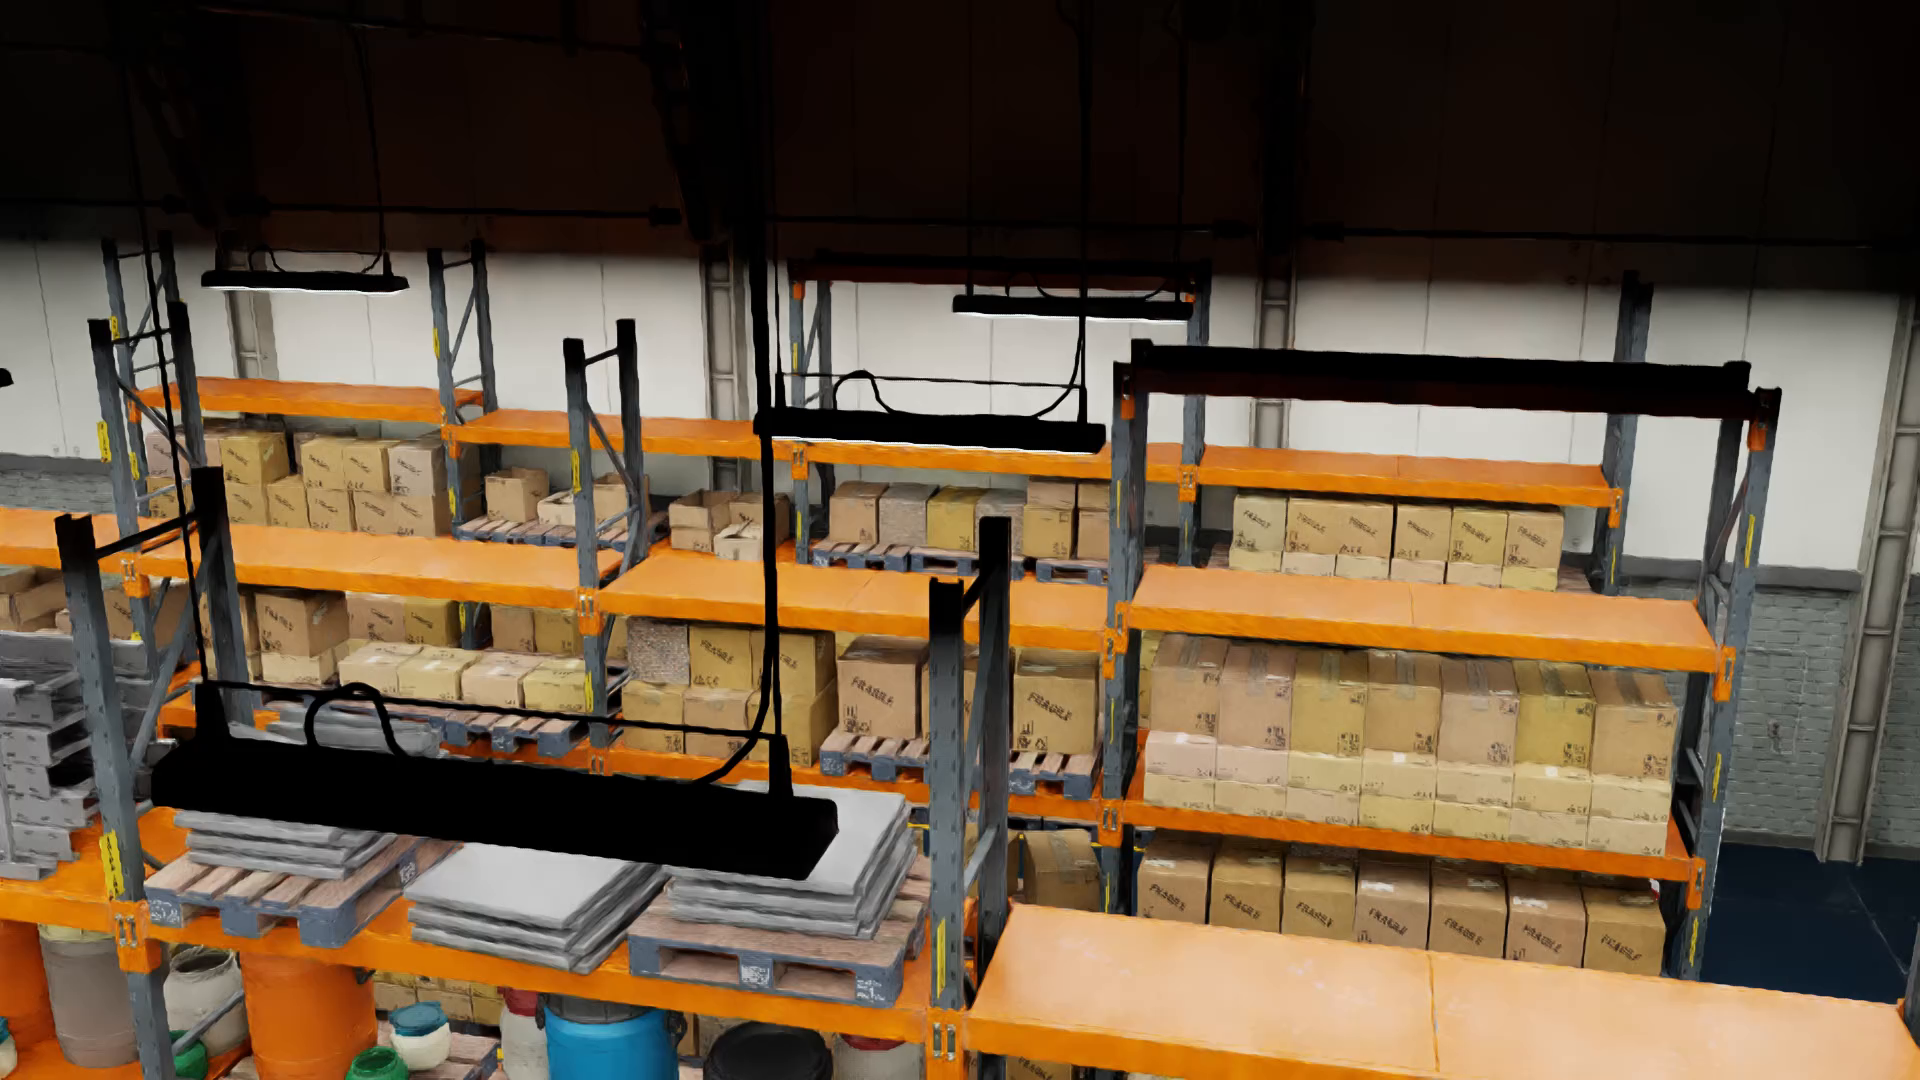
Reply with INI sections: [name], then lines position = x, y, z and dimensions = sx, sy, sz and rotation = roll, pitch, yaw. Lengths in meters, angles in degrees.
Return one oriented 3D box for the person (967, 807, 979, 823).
[person]
position = 0.198, 2.816, 15.698
dimensions = 0.574, 1.726, 0.677
rotation = 3, 17, 11
